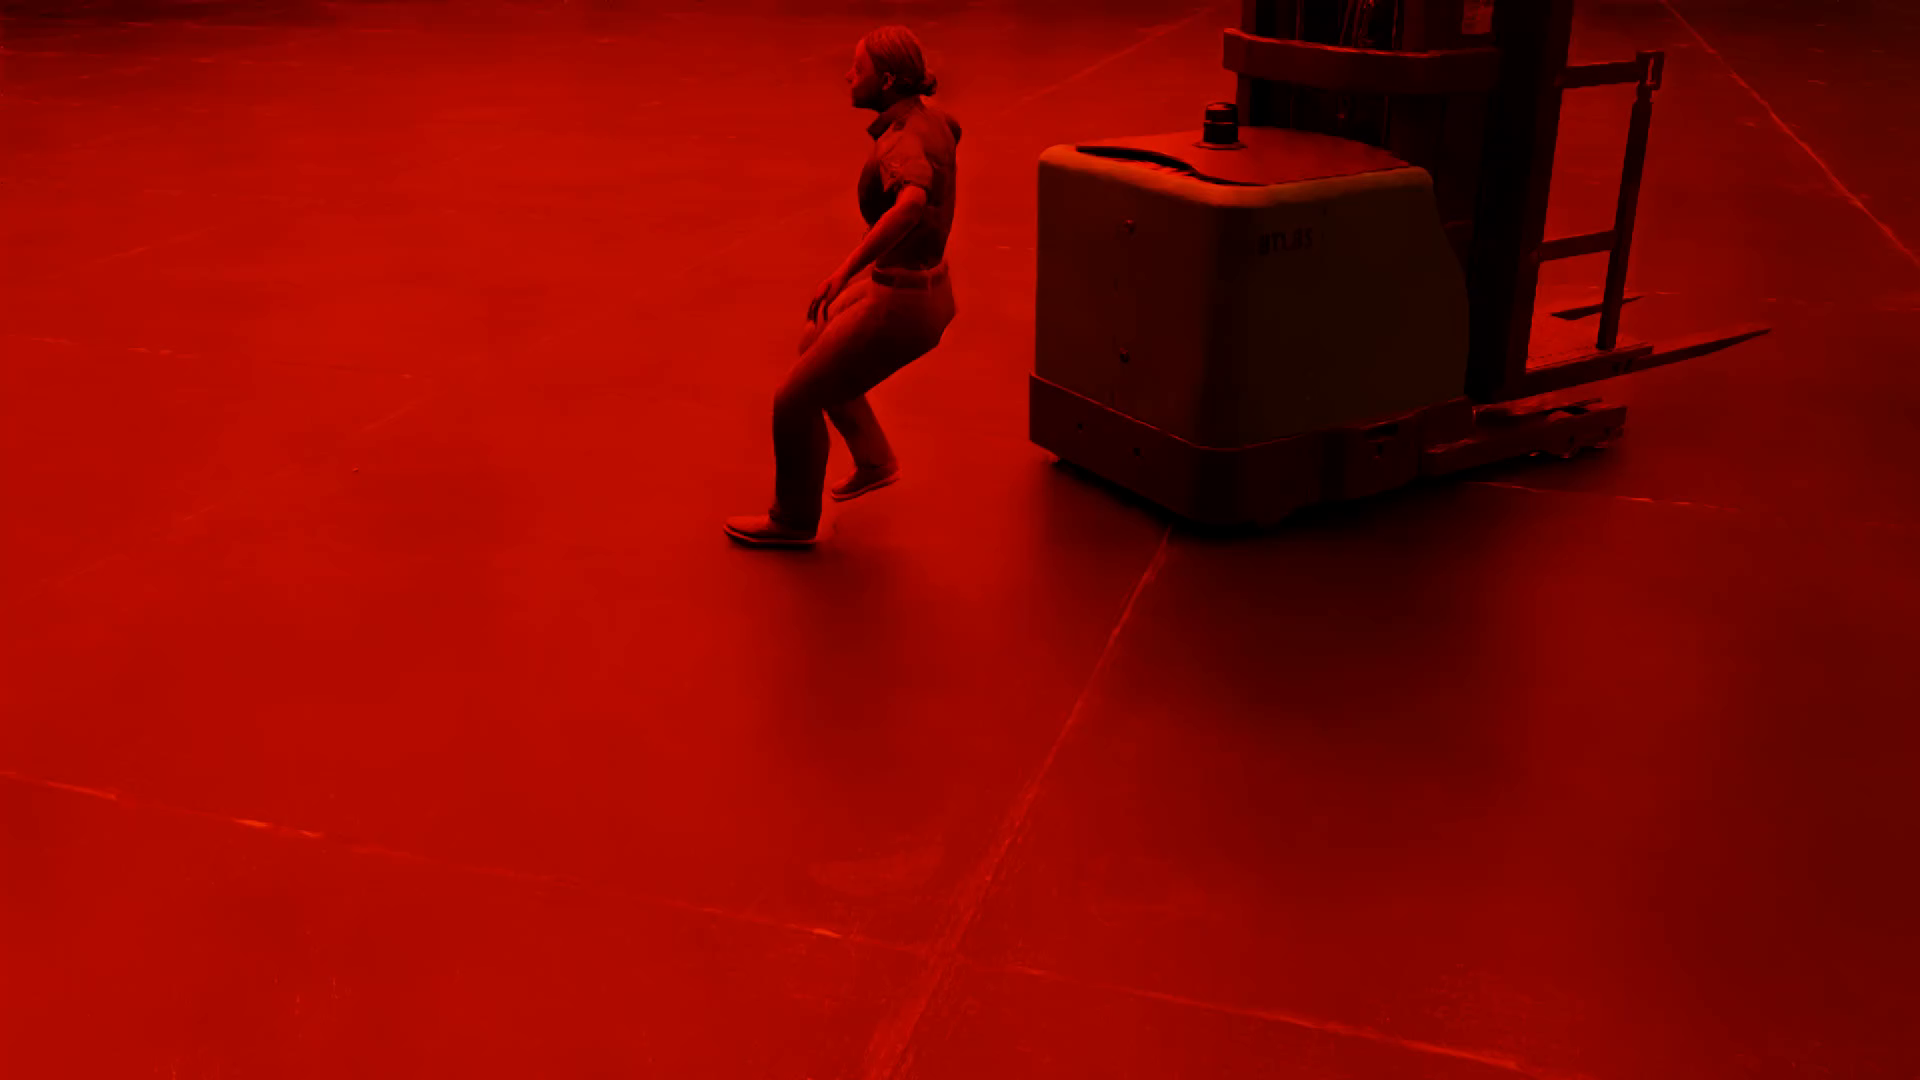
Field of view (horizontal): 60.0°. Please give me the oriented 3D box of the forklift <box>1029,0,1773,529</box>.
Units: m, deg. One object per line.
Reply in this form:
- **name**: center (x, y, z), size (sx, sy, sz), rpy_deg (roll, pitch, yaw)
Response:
- **forklift**: center (1.761, -1.794, 5.626), size (3.031, 2.935, 1.130), rpy_deg (-13, 26, -29)

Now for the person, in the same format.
- **person**: center (-0.364, -0.707, 4.828), size (0.711, 1.523, 0.985), rpy_deg (5, 23, 11)
